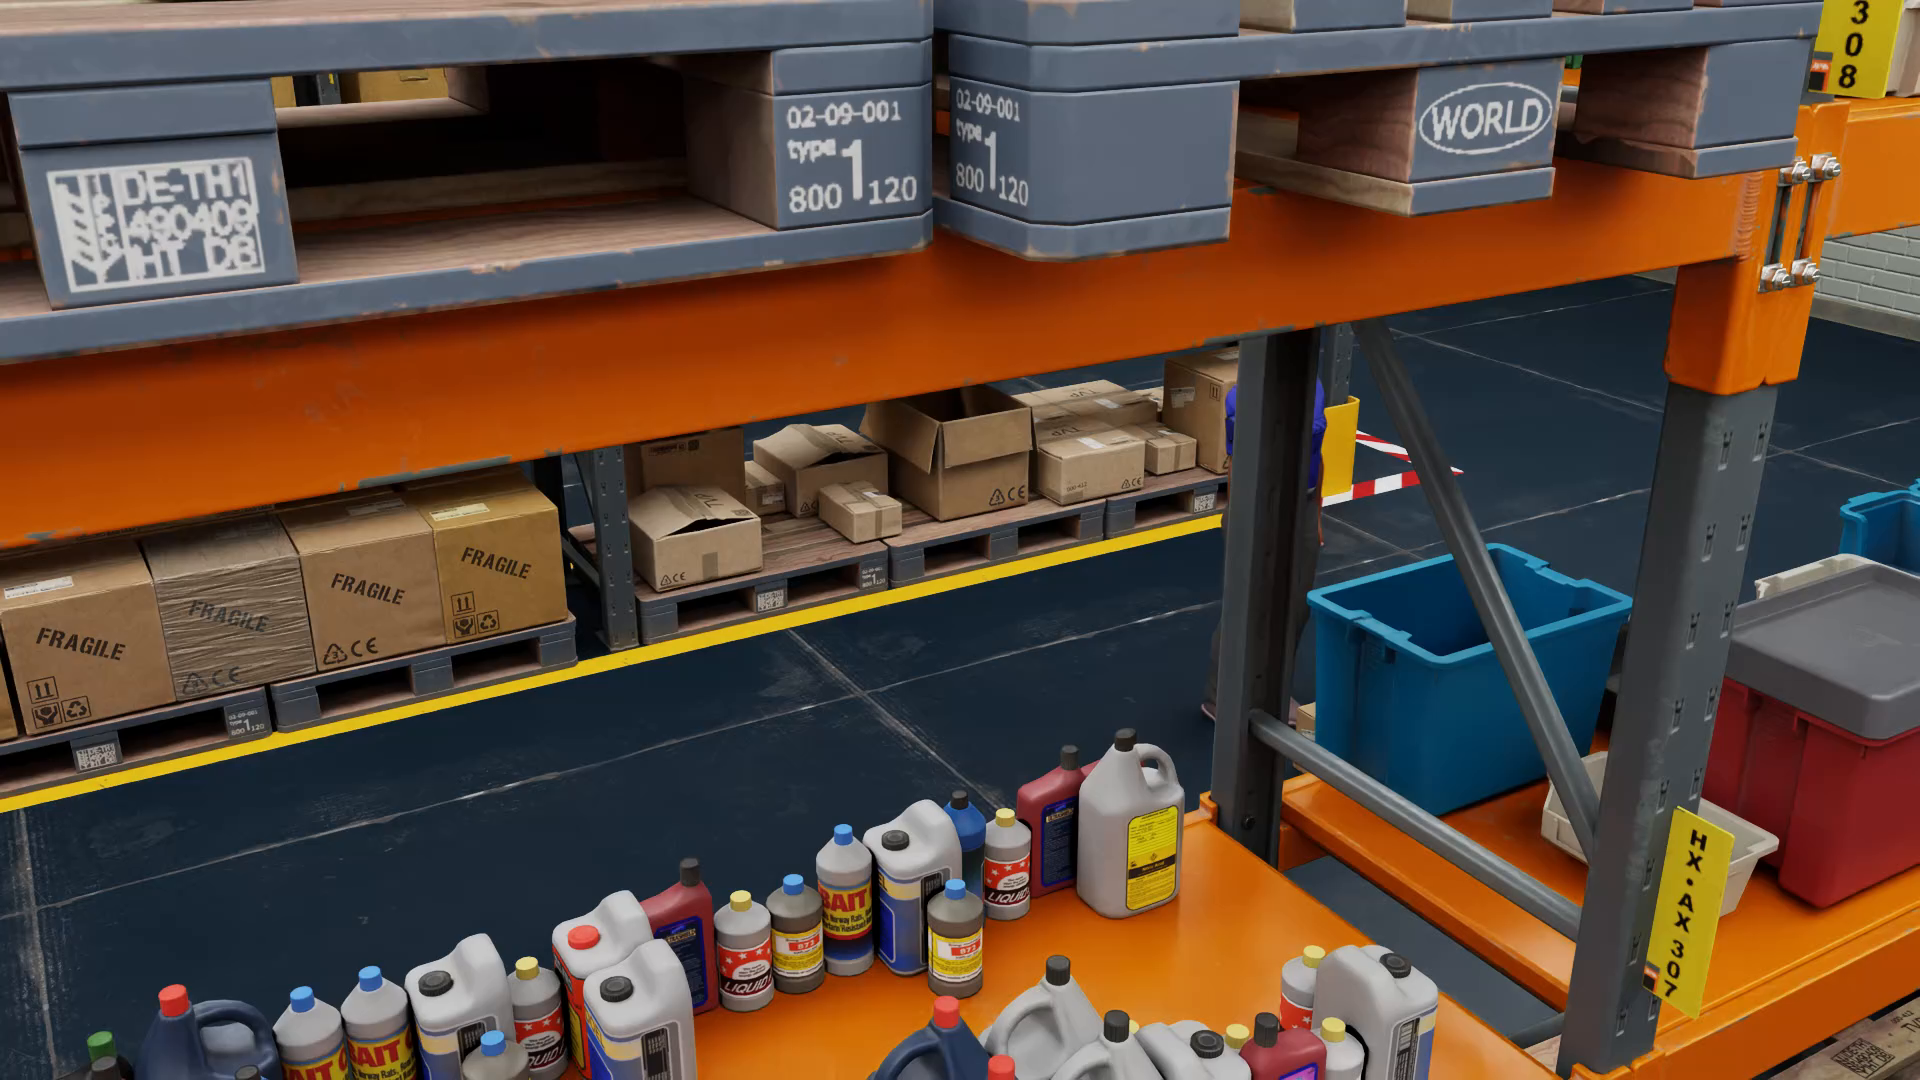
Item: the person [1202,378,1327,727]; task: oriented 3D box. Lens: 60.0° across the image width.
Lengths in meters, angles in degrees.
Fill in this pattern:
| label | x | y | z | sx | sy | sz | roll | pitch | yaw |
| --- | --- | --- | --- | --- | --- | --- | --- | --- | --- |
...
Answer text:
| label | x | y | z | sx | sy | sz | roll | pitch | yaw |
| --- | --- | --- | --- | --- | --- | --- | --- | --- | --- |
| person | 1.184 | -0.061 | 6.262 | 0.437 | 1.663 | 0.303 | -12 | 25 | -27 |
